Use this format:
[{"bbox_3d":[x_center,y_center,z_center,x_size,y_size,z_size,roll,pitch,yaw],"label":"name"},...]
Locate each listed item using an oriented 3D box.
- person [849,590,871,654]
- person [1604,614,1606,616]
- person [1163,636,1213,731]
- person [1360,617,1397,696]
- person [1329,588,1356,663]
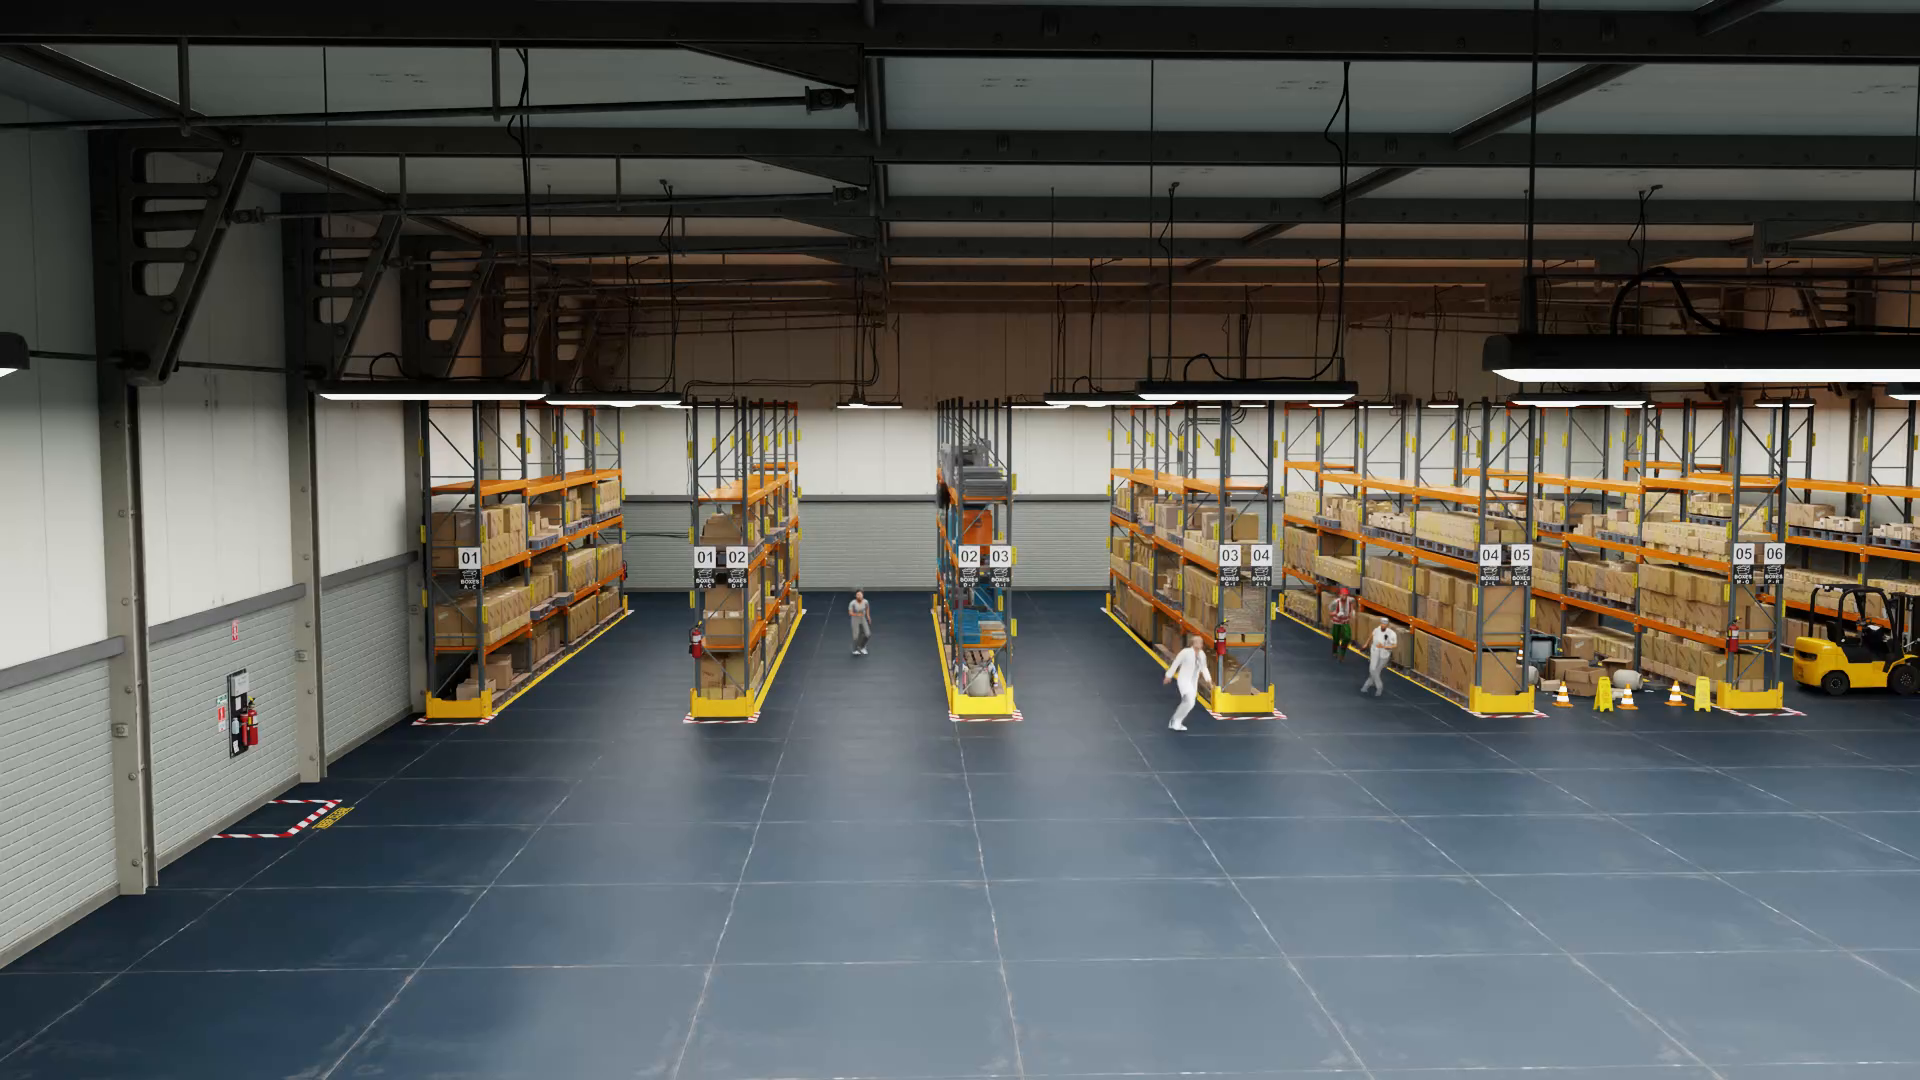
[{"bbox_3d":[-2.348,1.929,38.946,0.572,1.563,0.848,-2,5,-19],"label":"person"},{"bbox_3d":[17.430,1.401,45.444,0.628,1.651,0.651,-3,5,-32],"label":"person"},{"bbox_3d":[4.105,2.560,29.728,0.673,1.726,0.760,-4,6,-40],"label":"person"},{"bbox_3d":[8.455,2.326,33.573,0.730,1.584,0.680,2,5,20],"label":"person"},{"bbox_3d":[8.725,1.955,38.015,0.702,1.768,0.934,0,4,-6],"label":"person"}]
